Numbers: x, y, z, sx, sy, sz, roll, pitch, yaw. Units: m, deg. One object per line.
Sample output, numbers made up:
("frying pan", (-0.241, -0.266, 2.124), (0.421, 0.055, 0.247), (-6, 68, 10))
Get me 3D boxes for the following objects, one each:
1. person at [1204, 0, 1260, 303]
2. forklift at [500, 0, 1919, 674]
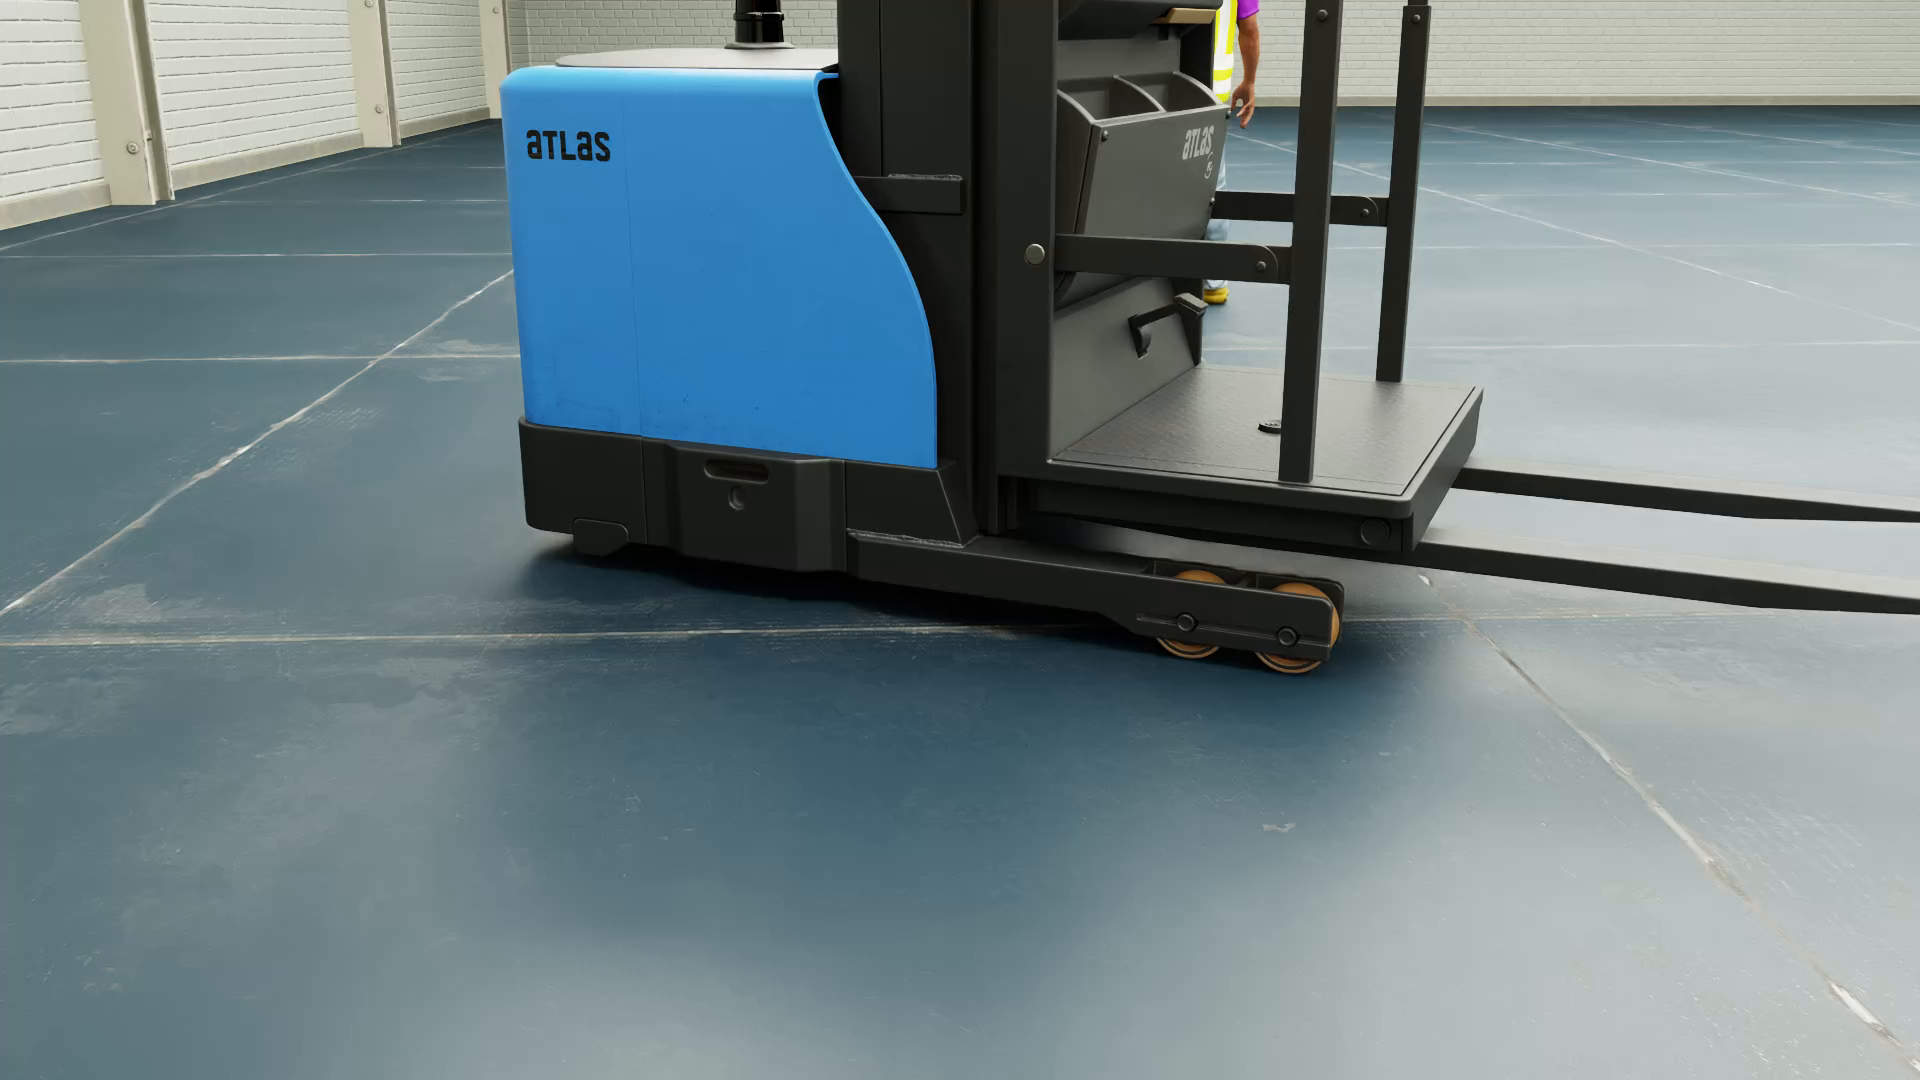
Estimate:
("person", (0.911, -1.879, 7.016), (0.666, 1.765, 0.577), (-2, 17, -6))
("forklift", (0.568, -1.329, 3.253), (3.031, 2.935, 1.130), (7, 18, 22))
